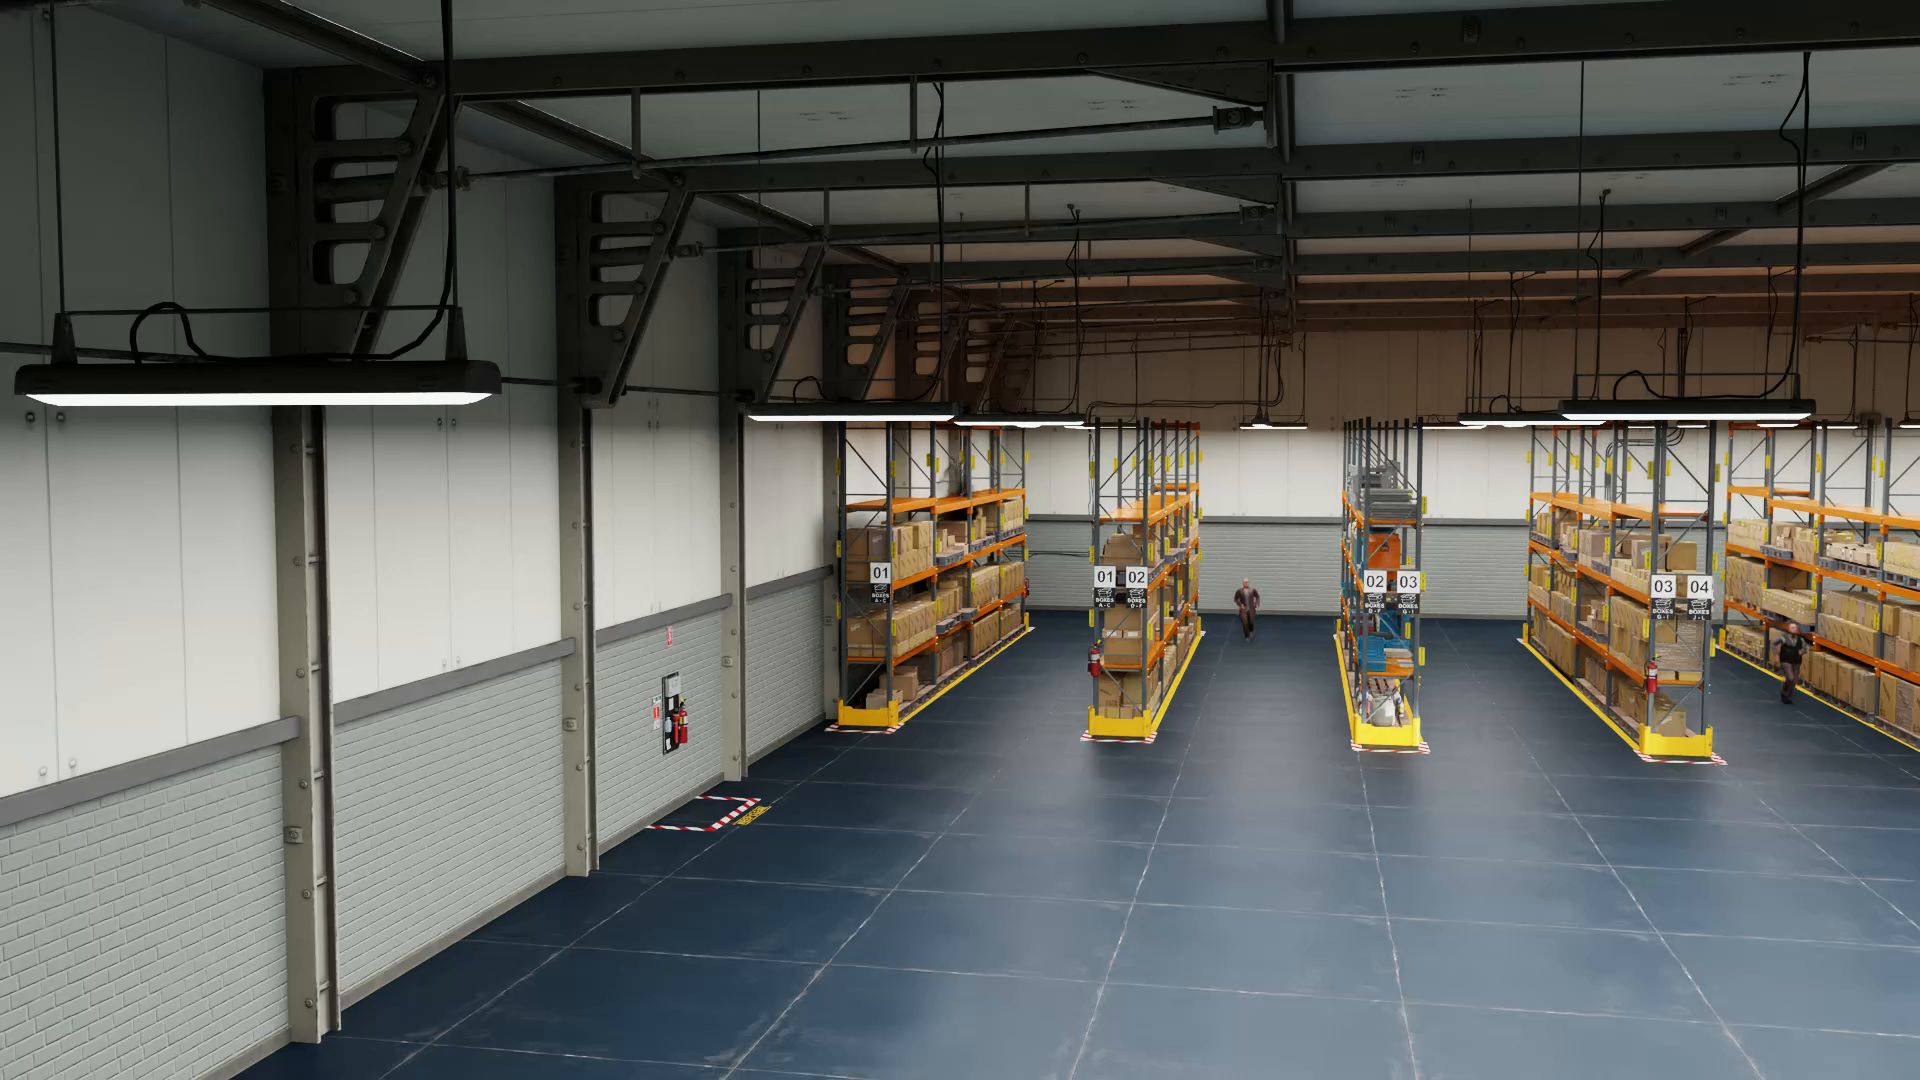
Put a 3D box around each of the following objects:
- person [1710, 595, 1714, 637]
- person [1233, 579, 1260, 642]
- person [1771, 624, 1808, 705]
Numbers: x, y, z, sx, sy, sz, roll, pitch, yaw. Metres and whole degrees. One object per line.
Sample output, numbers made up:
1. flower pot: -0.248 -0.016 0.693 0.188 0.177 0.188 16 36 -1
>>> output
1. person: 20.081 1.949 44.992 0.871 1.749 0.738 -1 4 -16
2. person: 7.825 1.918 45.372 0.717 1.726 0.632 0 4 6
3. person: 17.421 2.601 34.847 0.644 1.699 0.642 0 4 2
